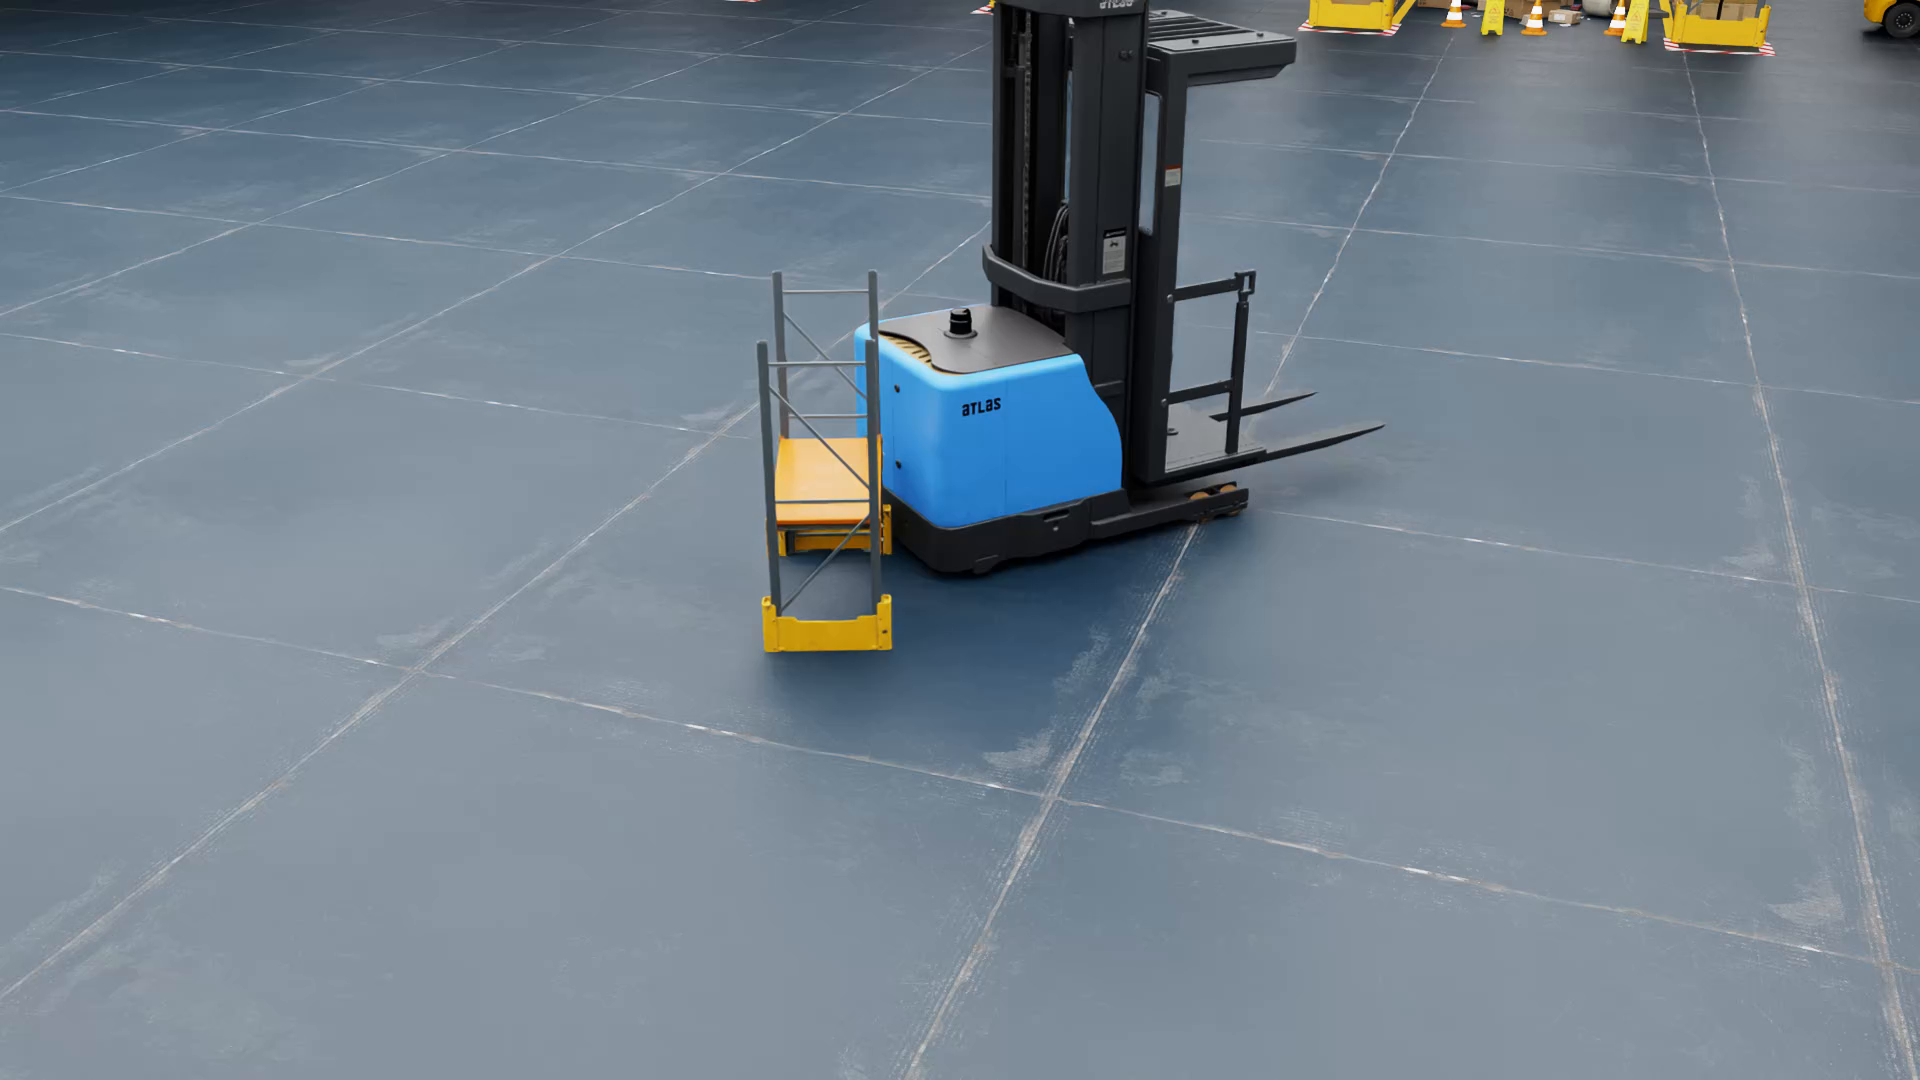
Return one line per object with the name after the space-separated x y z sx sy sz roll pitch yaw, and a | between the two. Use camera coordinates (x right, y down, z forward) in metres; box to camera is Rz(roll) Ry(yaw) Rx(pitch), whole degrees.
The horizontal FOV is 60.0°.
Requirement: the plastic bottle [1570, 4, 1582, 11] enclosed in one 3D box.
9.516 -8.227 25.672 0.133 0.061 0.283 14 29 26 | plastic bottle

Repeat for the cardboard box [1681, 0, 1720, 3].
10.404 -7.820 23.272 0.500 0.500 0.500 9 27 18 | cardboard box

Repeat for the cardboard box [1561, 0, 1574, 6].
9.419 -8.554 26.112 0.258 0.266 0.396 -9 27 -18 | cardboard box

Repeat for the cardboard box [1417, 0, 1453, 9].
7.464 -8.574 25.881 0.500 0.500 0.500 14 29 26 | cardboard box

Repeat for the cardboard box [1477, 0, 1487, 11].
8.177 -8.280 25.547 0.396 0.266 0.258 14 29 26 | cardboard box

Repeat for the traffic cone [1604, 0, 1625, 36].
9.310 -7.386 23.474 0.336 0.463 0.334 9 27 17 | traffic cone

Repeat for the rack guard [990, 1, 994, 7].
1.063 -8.508 25.747 1.175 0.500 0.348 9 27 17 | rack guard

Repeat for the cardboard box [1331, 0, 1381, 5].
5.845 -8.361 24.534 0.875 0.875 0.875 9 27 18 | cardboard box

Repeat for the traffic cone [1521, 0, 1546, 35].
8.150 -7.407 23.518 0.336 0.463 0.334 9 27 17 | traffic cone

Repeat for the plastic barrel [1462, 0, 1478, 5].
8.082 -8.636 26.101 0.421 0.421 0.512 -14 29 -27 | plastic barrel

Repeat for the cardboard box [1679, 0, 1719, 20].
10.406 -7.497 23.465 0.500 0.250 0.500 9 27 17 | cardboard box

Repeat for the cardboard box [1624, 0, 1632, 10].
10.074 -8.441 25.607 0.500 0.500 0.500 -14 29 -27 | cardboard box

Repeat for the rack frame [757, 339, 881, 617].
-0.610 -0.168 7.376 0.500 1.500 0.032 -1 26 -2 | rack frame

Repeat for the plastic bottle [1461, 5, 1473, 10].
7.755 -8.215 25.648 0.283 0.061 0.133 0 26 -1 | plastic bottle

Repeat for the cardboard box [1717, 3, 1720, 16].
11.089 -7.616 23.711 0.500 0.250 0.500 10 27 19 | cardboard box

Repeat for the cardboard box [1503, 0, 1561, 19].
8.580 -8.130 24.963 0.797 0.503 0.637 -9 27 -18 | cardboard box

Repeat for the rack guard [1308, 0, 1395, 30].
5.673 -7.706 24.091 1.175 0.500 0.348 9 27 17 | rack guard

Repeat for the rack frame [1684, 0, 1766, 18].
10.383 -8.164 22.170 1.000 3.000 0.127 9 27 17 | rack frame

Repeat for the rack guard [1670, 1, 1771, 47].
10.408 -7.070 22.779 1.175 0.500 0.348 9 27 17 | rack guard

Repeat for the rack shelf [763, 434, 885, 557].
-0.629 -0.228 7.912 0.538 0.185 1.000 -1 26 -2 | rack shelf

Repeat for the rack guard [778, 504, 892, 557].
-0.647 -0.048 8.562 0.587 0.250 0.087 -1 26 -2 | rack guard

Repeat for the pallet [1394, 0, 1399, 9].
6.281 -8.425 25.909 1.003 0.211 1.213 9 27 17 | pallet

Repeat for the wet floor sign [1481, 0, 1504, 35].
7.539 -7.482 23.462 0.267 0.644 0.232 4 26 8 | wet floor sign

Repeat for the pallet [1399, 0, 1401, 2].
6.686 -8.928 26.948 1.003 0.211 1.213 9 27 17 | pallet

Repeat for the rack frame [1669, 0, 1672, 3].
11.714 -9.808 25.565 1.000 3.000 0.127 9 27 17 | rack frame

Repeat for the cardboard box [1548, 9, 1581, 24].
8.914 -7.712 24.508 0.250 0.149 0.380 -20 33 -36 | cardboard box

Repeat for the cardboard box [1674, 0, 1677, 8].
10.747 -7.914 24.327 0.500 0.250 0.500 8 27 16 | cardboard box

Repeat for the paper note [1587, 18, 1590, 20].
9.364 -7.761 24.768 0.032 0.001 0.123 9 27 17 | paper note

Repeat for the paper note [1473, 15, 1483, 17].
7.790 -7.884 25.001 0.144 0.017 0.142 20 32 35 | paper note

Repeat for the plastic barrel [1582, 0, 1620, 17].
9.643 -8.073 24.938 0.421 0.421 0.512 -14 29 -27 | plastic barrel

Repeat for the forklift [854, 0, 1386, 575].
0.979 -1.595 8.680 3.031 2.935 1.130 -14 29 -26 | forklift

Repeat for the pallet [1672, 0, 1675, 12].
11.524 -8.272 25.592 1.003 0.211 1.213 9 27 17 | pallet

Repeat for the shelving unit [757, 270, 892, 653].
-0.629 -0.393 7.841 0.587 1.500 1.083 -1 26 -2 | shelving unit

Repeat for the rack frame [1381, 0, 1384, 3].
5.681 -8.841 23.567 1.000 3.000 0.127 9 27 17 | rack frame

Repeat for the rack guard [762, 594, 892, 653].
-0.611 0.386 7.666 0.587 0.250 0.087 -1 26 -2 | rack guard

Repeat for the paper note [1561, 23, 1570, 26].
8.820 -7.505 24.216 0.148 0.019 0.142 0 26 -1 | paper note

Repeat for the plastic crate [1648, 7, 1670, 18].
10.418 -7.968 25.114 0.402 0.080 0.583 0 26 -1 | plastic crate

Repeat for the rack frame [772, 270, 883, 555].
-0.647 -0.611 8.291 0.500 1.500 0.032 -1 26 -2 | rack frame

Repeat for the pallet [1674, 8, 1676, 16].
11.120 -7.769 24.553 1.003 0.211 1.213 9 27 17 | pallet

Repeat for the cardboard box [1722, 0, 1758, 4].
10.920 -7.754 23.136 0.500 0.500 0.500 8 27 16 | cardboard box

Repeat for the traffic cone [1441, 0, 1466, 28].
7.197 -7.711 24.145 0.336 0.463 0.334 9 27 17 | traffic cone

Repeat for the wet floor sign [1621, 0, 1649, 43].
9.311 -7.182 22.842 0.267 0.644 0.232 20 32 35 | wet floor sign

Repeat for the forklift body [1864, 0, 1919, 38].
13.976 -8.108 23.027 2.313 2.155 1.214 9 27 17 | forklift body

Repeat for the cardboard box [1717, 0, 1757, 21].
10.912 -7.407 23.280 0.500 0.250 0.500 9 27 17 | cardboard box

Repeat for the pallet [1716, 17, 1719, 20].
10.712 -7.269 23.521 1.003 0.211 1.213 9 27 17 | pallet

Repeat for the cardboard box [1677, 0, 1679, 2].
10.578 -7.699 23.882 0.500 0.250 0.500 9 27 18 | cardboard box

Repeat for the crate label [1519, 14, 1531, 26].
8.353 -7.593 24.275 0.250 0.136 0.298 -5 26 -9 | crate label
